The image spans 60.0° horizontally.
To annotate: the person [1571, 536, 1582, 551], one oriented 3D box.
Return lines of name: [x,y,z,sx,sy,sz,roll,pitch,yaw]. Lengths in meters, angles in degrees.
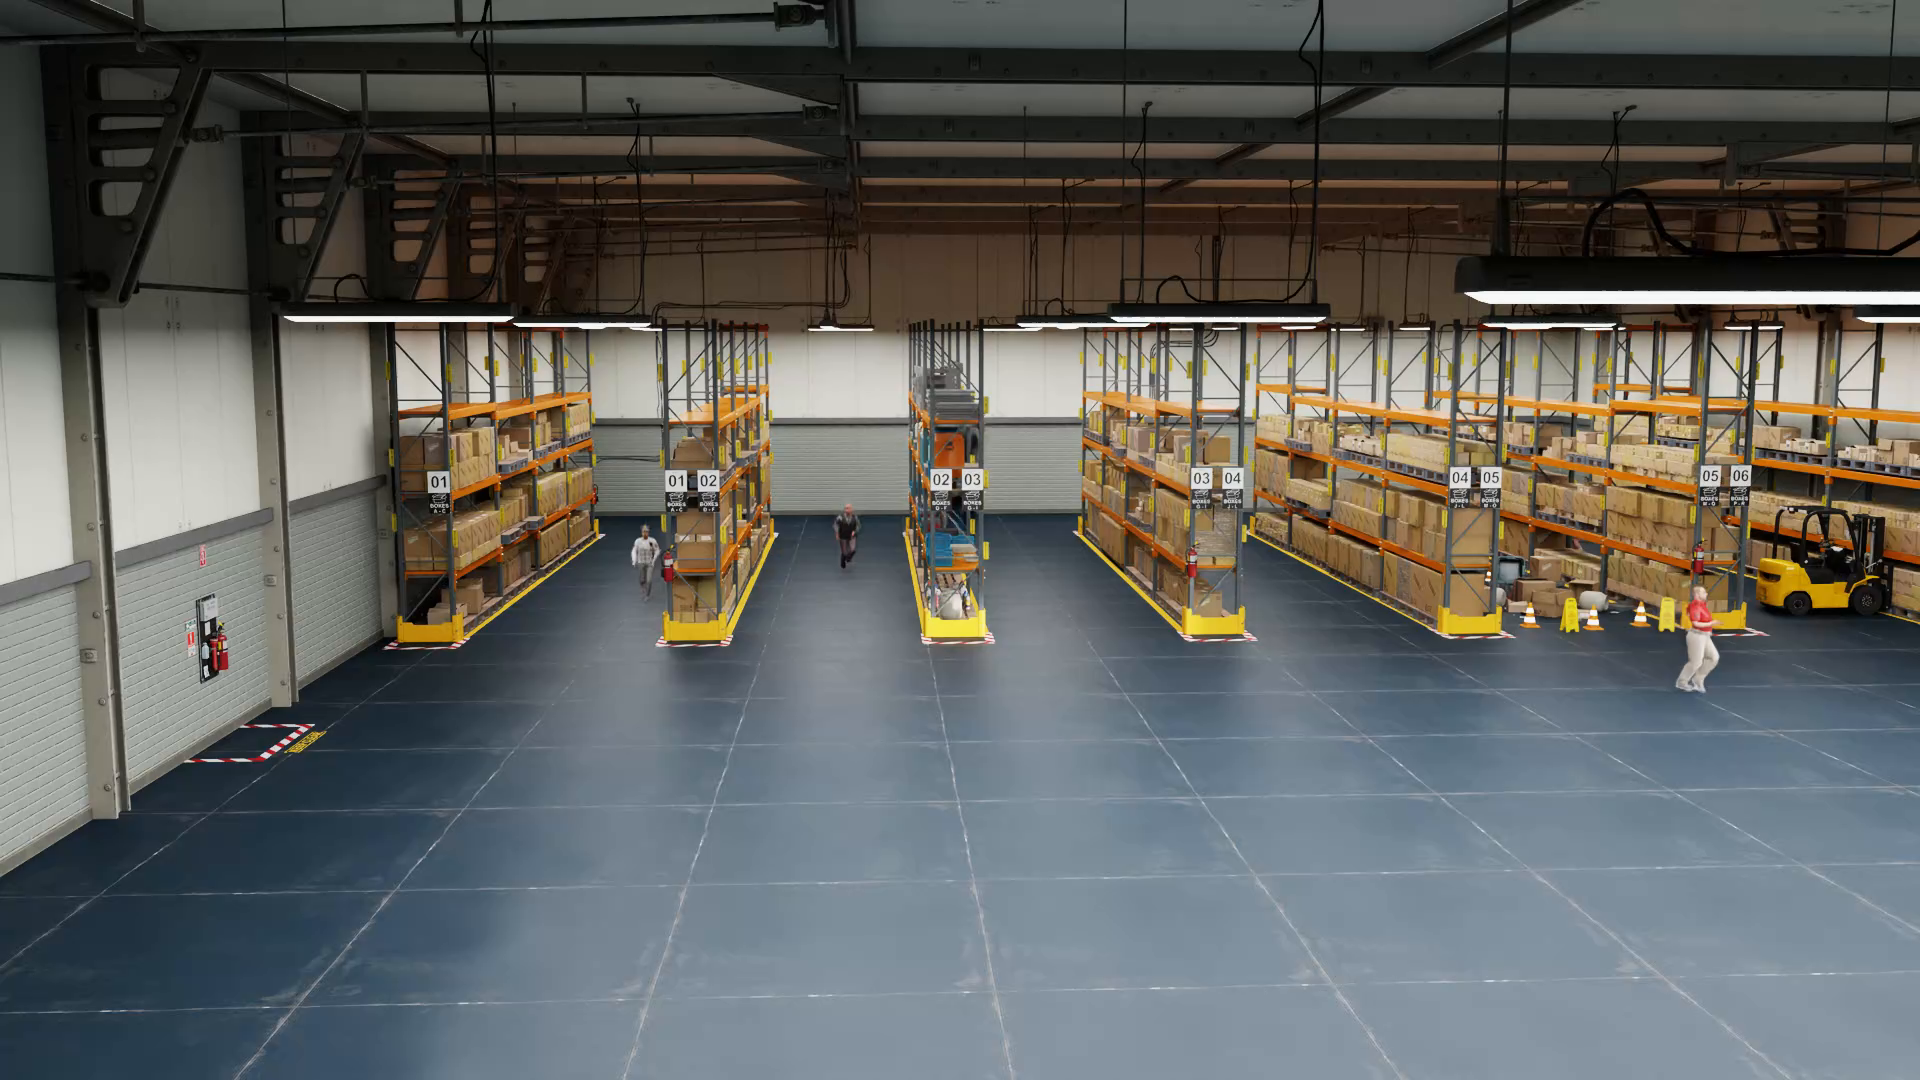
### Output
person: [15.870,-0.348,42.606,0.588,1.651,0.688,0,7,-4]

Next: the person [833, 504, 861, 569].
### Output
person: [-2.681,-0.072,39.782,0.659,1.572,0.675,-2,7,-14]

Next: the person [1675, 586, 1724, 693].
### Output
person: [11.837,1.616,26.547,0.689,1.765,0.642,5,9,37]

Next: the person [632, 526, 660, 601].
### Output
person: [-6.779,0.487,35.924,0.605,1.644,0.581,-1,7,-6]

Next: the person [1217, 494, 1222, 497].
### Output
person: [7.271,-0.813,46.161,0.589,1.724,0.936,0,7,2]
